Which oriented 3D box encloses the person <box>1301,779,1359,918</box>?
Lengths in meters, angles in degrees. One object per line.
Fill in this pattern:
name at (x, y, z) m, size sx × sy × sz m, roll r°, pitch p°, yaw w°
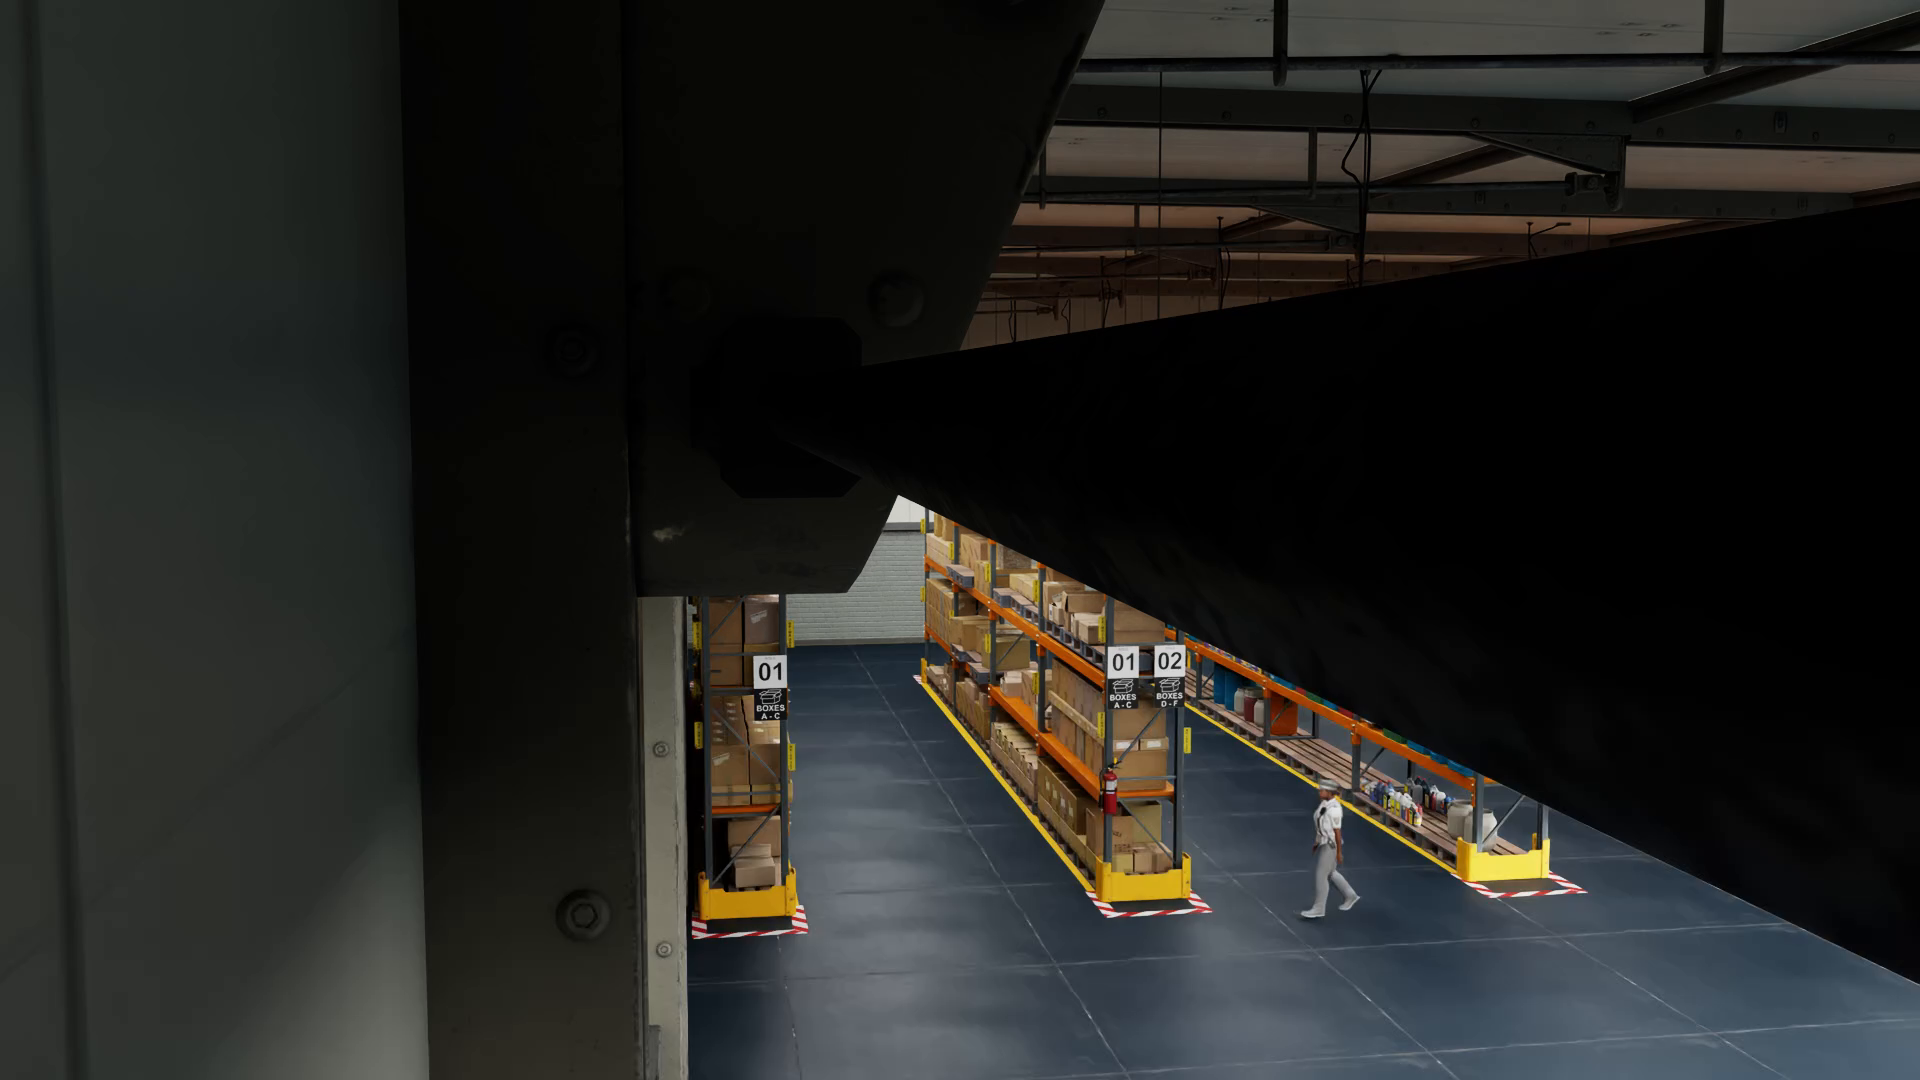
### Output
person at (4.509, 3.718, 20.197) m, size 0.777 × 1.654 × 0.424 m, roll 0°, pitch 5°, yaw -1°
